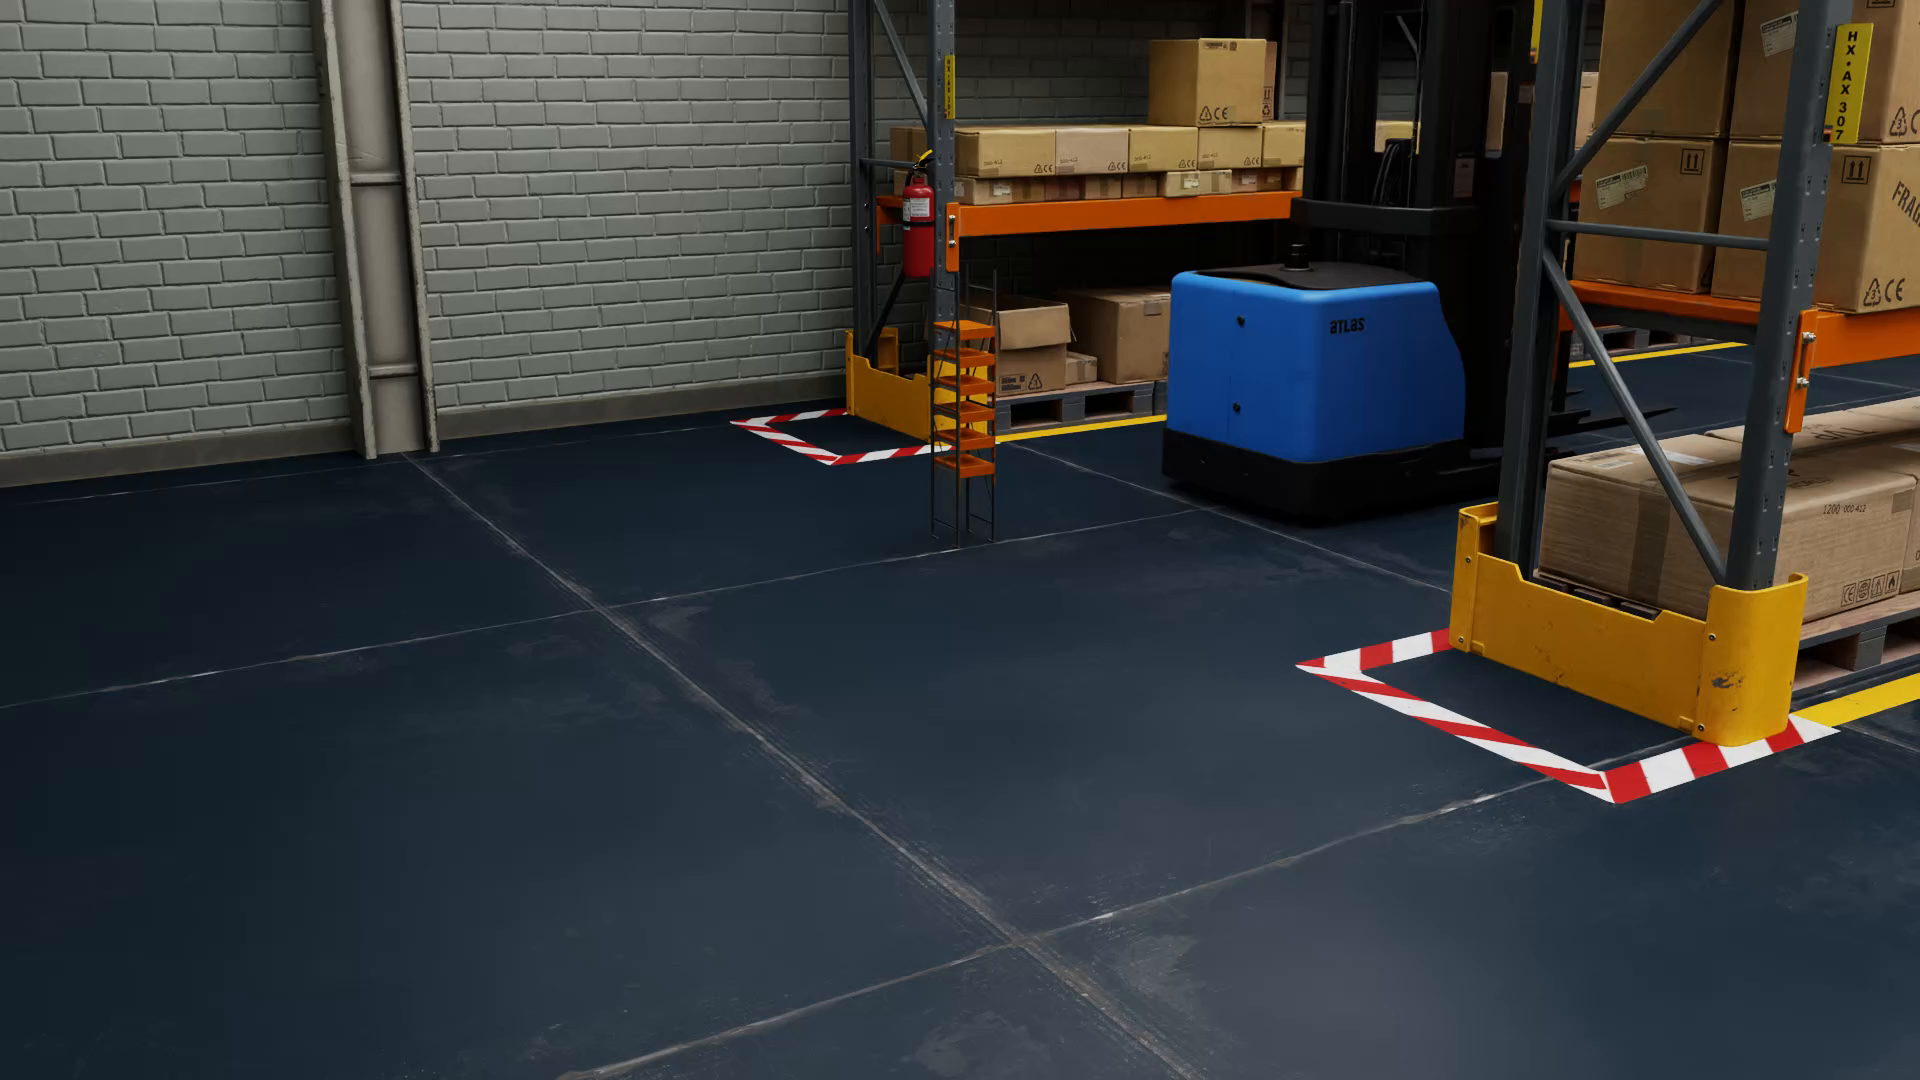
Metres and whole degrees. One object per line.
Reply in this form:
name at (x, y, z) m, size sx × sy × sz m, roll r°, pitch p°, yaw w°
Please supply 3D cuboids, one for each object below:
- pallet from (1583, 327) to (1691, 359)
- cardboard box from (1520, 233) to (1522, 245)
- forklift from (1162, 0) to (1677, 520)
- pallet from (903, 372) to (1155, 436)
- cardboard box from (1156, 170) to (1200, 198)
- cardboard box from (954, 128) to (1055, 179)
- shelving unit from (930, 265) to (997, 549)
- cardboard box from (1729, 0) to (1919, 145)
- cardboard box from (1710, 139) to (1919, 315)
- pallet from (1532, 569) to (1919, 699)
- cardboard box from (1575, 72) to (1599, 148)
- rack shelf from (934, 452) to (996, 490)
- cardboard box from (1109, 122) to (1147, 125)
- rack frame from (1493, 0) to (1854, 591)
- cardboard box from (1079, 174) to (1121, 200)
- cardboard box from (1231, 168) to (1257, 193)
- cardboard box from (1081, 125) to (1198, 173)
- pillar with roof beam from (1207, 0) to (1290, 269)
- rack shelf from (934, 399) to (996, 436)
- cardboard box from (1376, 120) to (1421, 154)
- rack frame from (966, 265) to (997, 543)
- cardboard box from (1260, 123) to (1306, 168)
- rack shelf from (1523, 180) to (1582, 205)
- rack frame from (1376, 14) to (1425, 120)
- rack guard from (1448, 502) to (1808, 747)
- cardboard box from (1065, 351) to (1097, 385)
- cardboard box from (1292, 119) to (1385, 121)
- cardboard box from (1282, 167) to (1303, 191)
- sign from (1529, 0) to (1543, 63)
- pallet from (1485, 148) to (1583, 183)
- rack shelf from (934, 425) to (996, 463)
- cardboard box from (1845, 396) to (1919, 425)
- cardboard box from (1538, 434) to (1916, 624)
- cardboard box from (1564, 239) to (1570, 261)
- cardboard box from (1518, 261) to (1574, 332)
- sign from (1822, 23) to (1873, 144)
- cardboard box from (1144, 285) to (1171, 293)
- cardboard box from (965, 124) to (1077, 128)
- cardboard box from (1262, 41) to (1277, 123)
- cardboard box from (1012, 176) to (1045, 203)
pallet at (4.817, -1.615, 12.779) m, size 1.213 × 0.211 × 1.003 m, roll -9°, pitch 18°, yaw -30°
cardboard box at (3.735, -2.155, 11.639) m, size 0.250 × 0.149 × 0.380 m, roll -10°, pitch 19°, yaw -32°
forklift at (2.526, -1.787, 8.353) m, size 3.031 × 2.935 × 1.130 m, roll -10°, pitch 18°, yaw -32°
pallet at (0.412, -0.888, 10.186) m, size 1.213 × 0.211 × 1.003 m, roll -9°, pitch 18°, yaw -30°
cardboard box at (1.217, -2.138, 9.944) m, size 0.250 × 0.149 × 0.380 m, roll -10°, pitch 18°, yaw -31°
cardboard box at (0.192, -2.181, 9.359) m, size 0.500 × 0.250 × 0.500 m, roll -9°, pitch 18°, yaw -29°
shelving unit at (0.012, -0.580, 7.255) m, size 0.189 × 1.200 × 0.258 m, roll -9°, pitch 18°, yaw -30°
cardboard box at (2.782, -1.491, 5.136) m, size 0.500 × 0.500 × 0.500 m, roll -10°, pitch 18°, yaw -31°
cardboard box at (2.783, -1.010, 5.269) m, size 0.500 × 0.500 × 0.500 m, roll -9°, pitch 18°, yaw -30°
pallet at (2.869, 0.252, 6.119) m, size 1.213 × 0.211 × 1.003 m, roll -9°, pitch 18°, yaw -30°
cardboard box at (4.067, -3.003, 11.602) m, size 0.500 × 0.500 × 0.700 m, roll -9°, pitch 18°, yaw -29°
rack shelf at (0.012, -0.306, 7.332) m, size 0.180 × 0.103 × 0.258 m, roll -9°, pitch 18°, yaw -30°
cardboard box at (1.239, -2.517, 10.559) m, size 0.500 × 0.250 × 0.500 m, roll -9°, pitch 18°, yaw -30°
rack frame at (2.224, -0.961, 5.281) m, size 0.127 × 3.000 × 1.000 m, roll -9°, pitch 18°, yaw -30°
cardboard box at (0.737, -2.082, 9.745) m, size 0.250 × 0.149 × 0.380 m, roll -9°, pitch 18°, yaw -28°
cardboard box at (1.618, -2.231, 10.276) m, size 0.250 × 0.149 × 0.380 m, roll -9°, pitch 18°, yaw -30°
cardboard box at (1.057, -2.322, 9.863) m, size 0.500 × 0.250 × 0.500 m, roll -10°, pitch 18°, yaw -31°
pillar with roof beam at (4.249, -4.669, 7.395) m, size 0.400 × 9.000 × 9.100 m, roll -9°, pitch 18°, yaw -30°
rack shelf at (0.012, -0.537, 7.267) m, size 0.180 × 0.103 × 0.258 m, roll -9°, pitch 18°, yaw -30°
cardboard box at (2.782, -2.609, 10.886) m, size 0.500 × 0.250 × 0.500 m, roll -9°, pitch 18°, yaw -28°
rack frame at (0.091, -0.592, 7.300) m, size 0.006 × 1.200 × 0.240 m, roll -9°, pitch 18°, yaw -30°
cardboard box at (1.926, -2.469, 10.389) m, size 0.500 × 0.250 × 0.500 m, roll -9°, pitch 18°, yaw -30°
rack shelf at (4.807, -2.597, 12.449) m, size 4.000 × 0.370 × 1.077 m, roll -9°, pitch 18°, yaw -30°
rack frame at (3.093, -2.665, 11.360) m, size 0.127 × 3.000 × 1.000 m, roll -9°, pitch 18°, yaw -30°
rack guard at (2.203, 0.246, 5.607) m, size 0.348 × 0.500 × 1.175 m, roll -9°, pitch 18°, yaw -30°
cardboard box at (0.621, -1.052, 10.108) m, size 0.250 × 0.149 × 0.380 m, roll -10°, pitch 19°, yaw -32°
cardboard box at (2.529, -2.730, 11.317) m, size 0.500 × 0.250 × 0.500 m, roll -9°, pitch 18°, yaw -30°
cardboard box at (2.084, -2.286, 10.474) m, size 0.250 × 0.149 × 0.380 m, roll -10°, pitch 18°, yaw -31°
sign at (1.956, -1.760, 5.548) m, size 0.005 × 0.325 × 0.100 m, roll -9°, pitch 18°, yaw -30°
pallet at (3.834, -2.658, 11.692) m, size 1.213 × 0.211 × 1.003 m, roll -9°, pitch 18°, yaw -30°
rack shelf at (0.012, -0.421, 7.299) m, size 0.180 × 0.103 × 0.258 m, roll -9°, pitch 18°, yaw -30°
cardboard box at (4.292, -0.299, 6.887) m, size 0.875 × 0.438 × 0.875 m, roll -10°, pitch 18°, yaw -31°
cardboard box at (2.738, -0.044, 5.980) m, size 0.875 × 0.438 × 0.875 m, roll -10°, pitch 18°, yaw -32°
cardboard box at (4.177, -2.100, 11.996) m, size 0.250 × 0.149 × 0.380 m, roll -10°, pitch 18°, yaw -31°
cardboard box at (4.075, -1.755, 11.967) m, size 0.500 × 0.500 × 0.500 m, roll -9°, pitch 18°, yaw -30°
sign at (2.504, -1.287, 4.692) m, size 0.005 × 0.325 × 0.100 m, roll -9°, pitch 18°, yaw -30°
cardboard box at (1.495, -1.331, 10.453) m, size 0.500 × 0.500 × 0.500 m, roll -9°, pitch 18°, yaw -29°
cardboard box at (0.364, -2.377, 10.058) m, size 0.500 × 0.250 × 0.500 m, roll -9°, pitch 18°, yaw -30°
cardboard box at (1.679, -2.952, 10.720) m, size 0.500 × 0.500 × 0.500 m, roll -10°, pitch 18°, yaw -31°
cardboard box at (0.281, -2.016, 9.511) m, size 0.250 × 0.149 × 0.380 m, roll -9°, pitch 18°, yaw -28°
